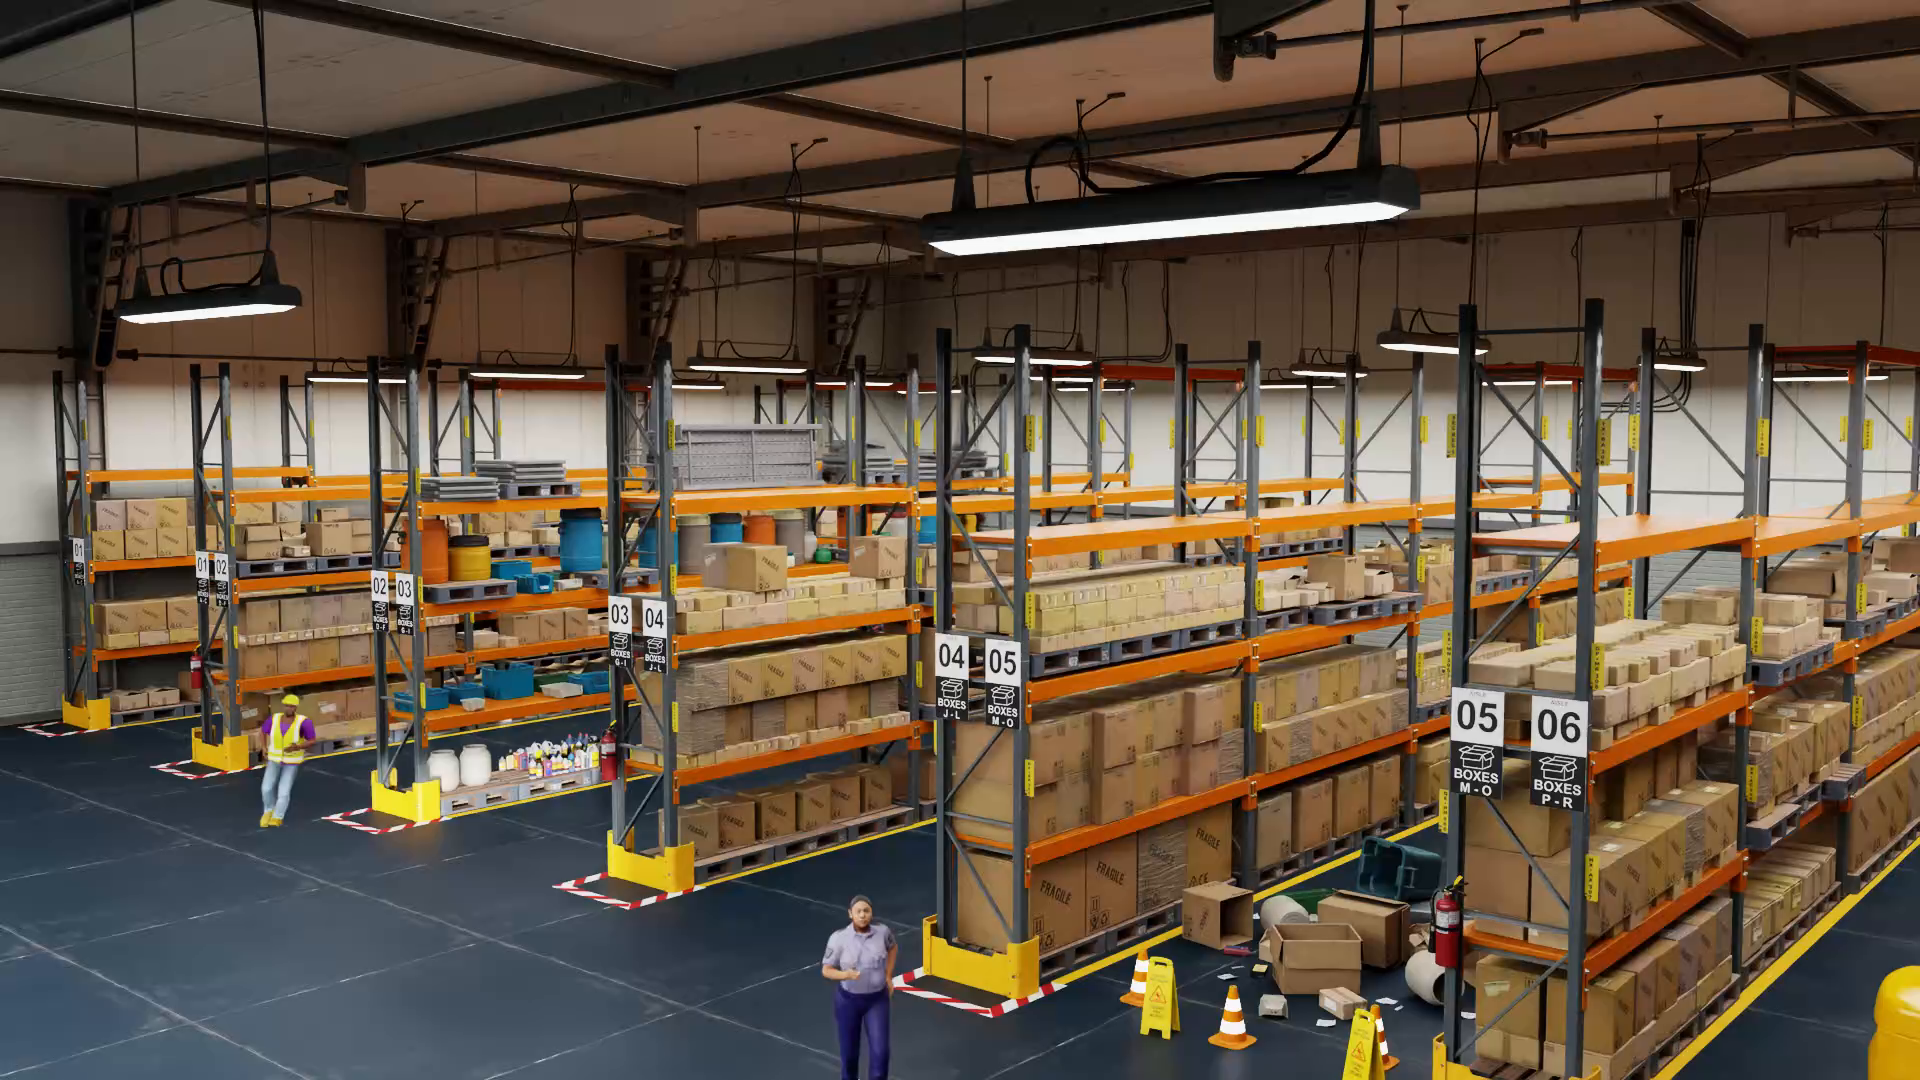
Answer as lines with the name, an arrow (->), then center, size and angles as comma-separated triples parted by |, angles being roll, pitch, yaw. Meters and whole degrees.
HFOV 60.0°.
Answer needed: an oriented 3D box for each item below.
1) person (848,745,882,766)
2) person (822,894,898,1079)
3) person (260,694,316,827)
person -> -1.408, 2.604, 23.887 | 0.659, 1.667, 0.600 | 3, 5, 32
person -> -0.728, 3.455, 12.274 | 0.588, 1.703, 0.735 | -1, 4, -9
person -> -8.520, 2.791, 21.045 | 0.709, 1.689, 0.597 | -1, 4, -11
